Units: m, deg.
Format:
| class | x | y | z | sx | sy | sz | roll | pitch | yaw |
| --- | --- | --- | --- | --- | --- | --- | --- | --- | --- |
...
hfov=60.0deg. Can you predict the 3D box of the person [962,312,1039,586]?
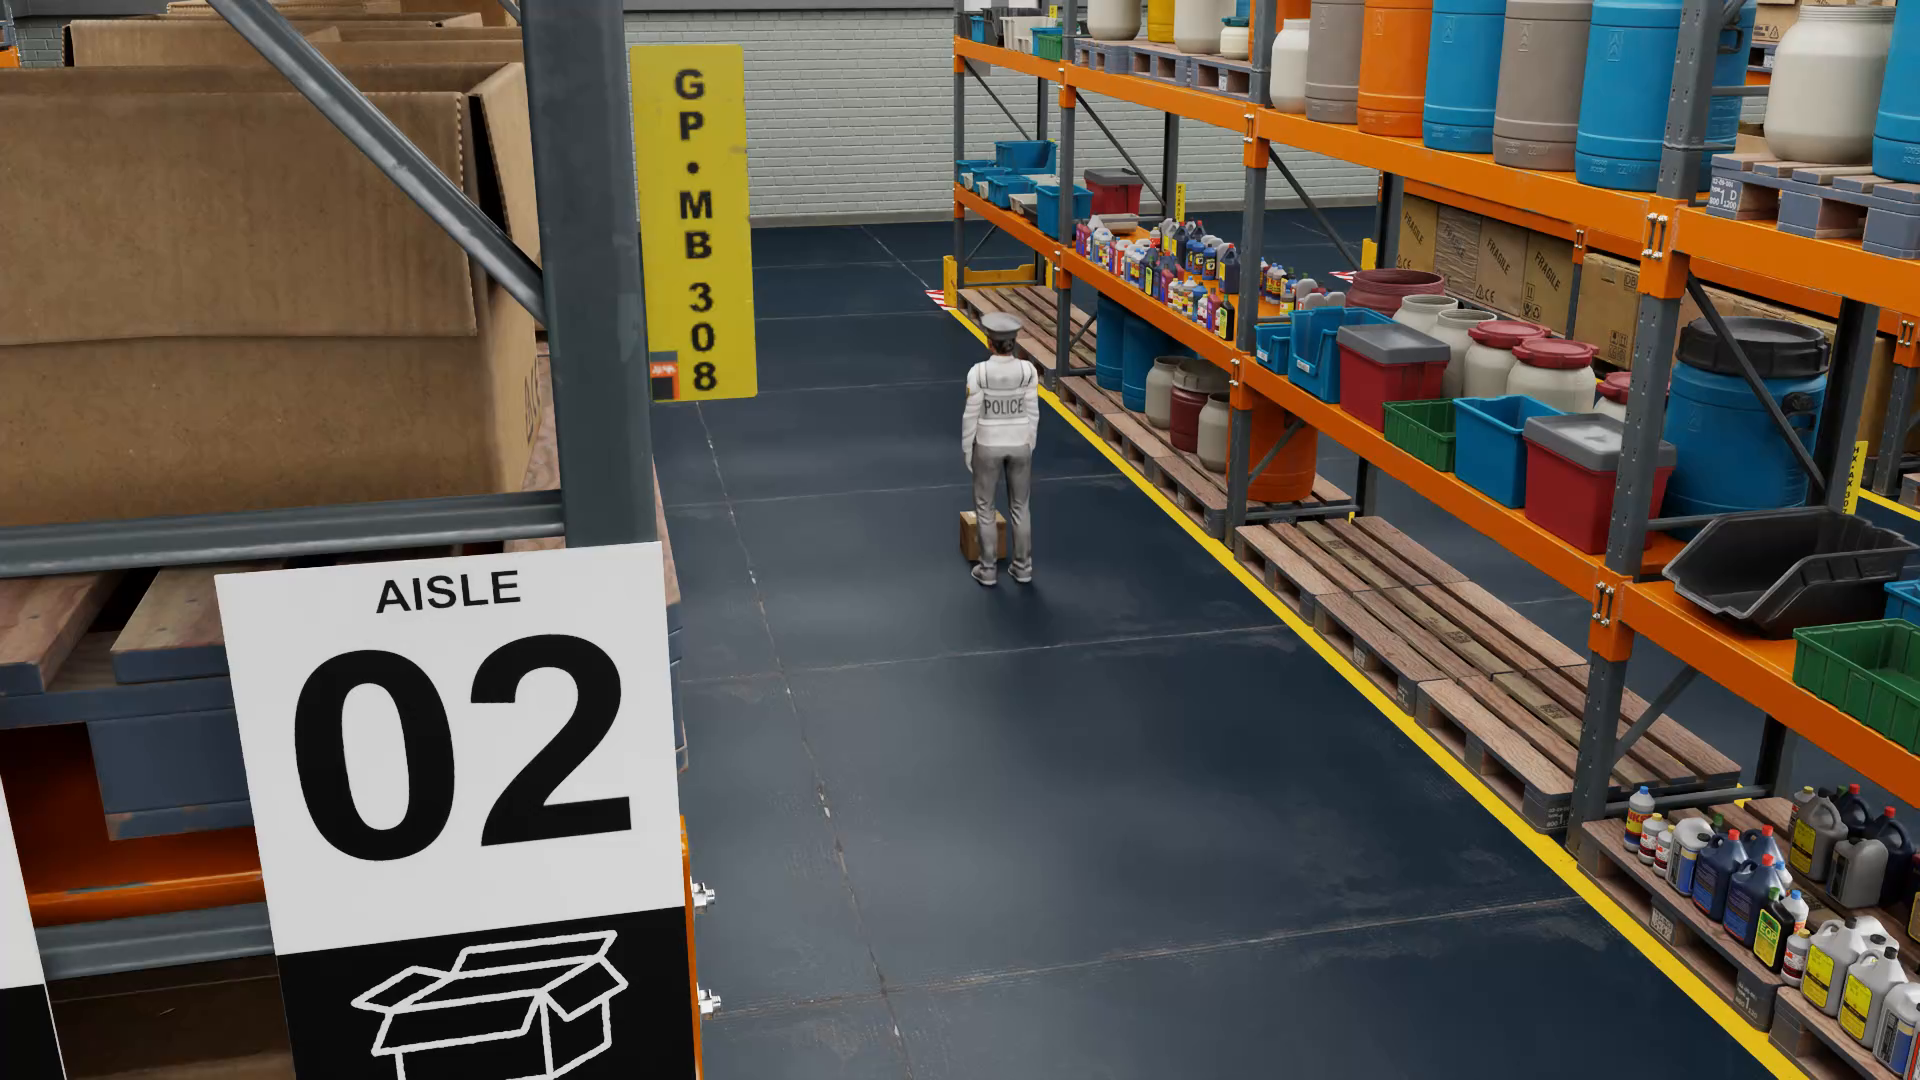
| class | x | y | z | sx | sy | sz | roll | pitch | yaw |
| --- | --- | --- | --- | --- | --- | --- | --- | --- | --- |
| person | 0.236 | -0.546 | 10.083 | 0.467 | 1.672 | 0.331 | -4 | 20 | -11 |
